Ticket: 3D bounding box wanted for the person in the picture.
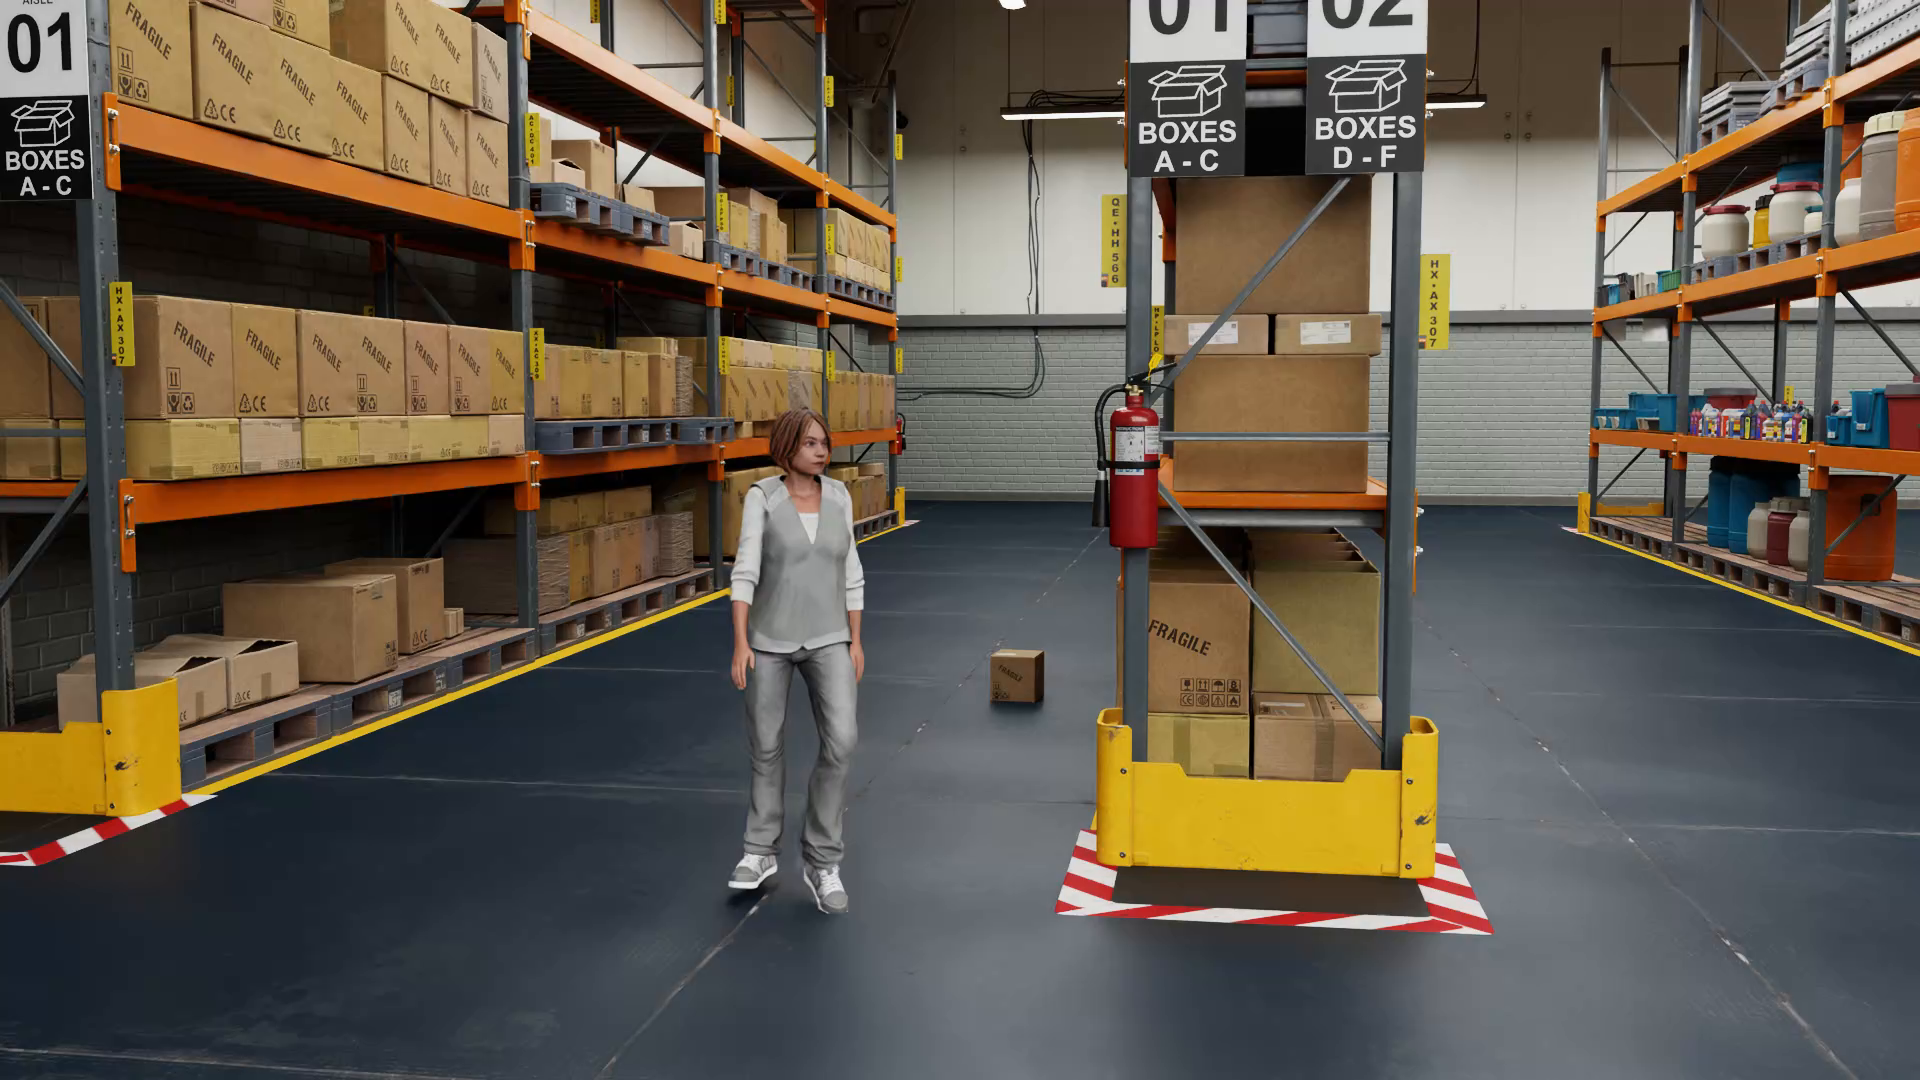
[{"bbox_3d":[-0.529,0.385,5.420,0.474,1.639,0.496,-1,5,-14],"label":"person"}]
